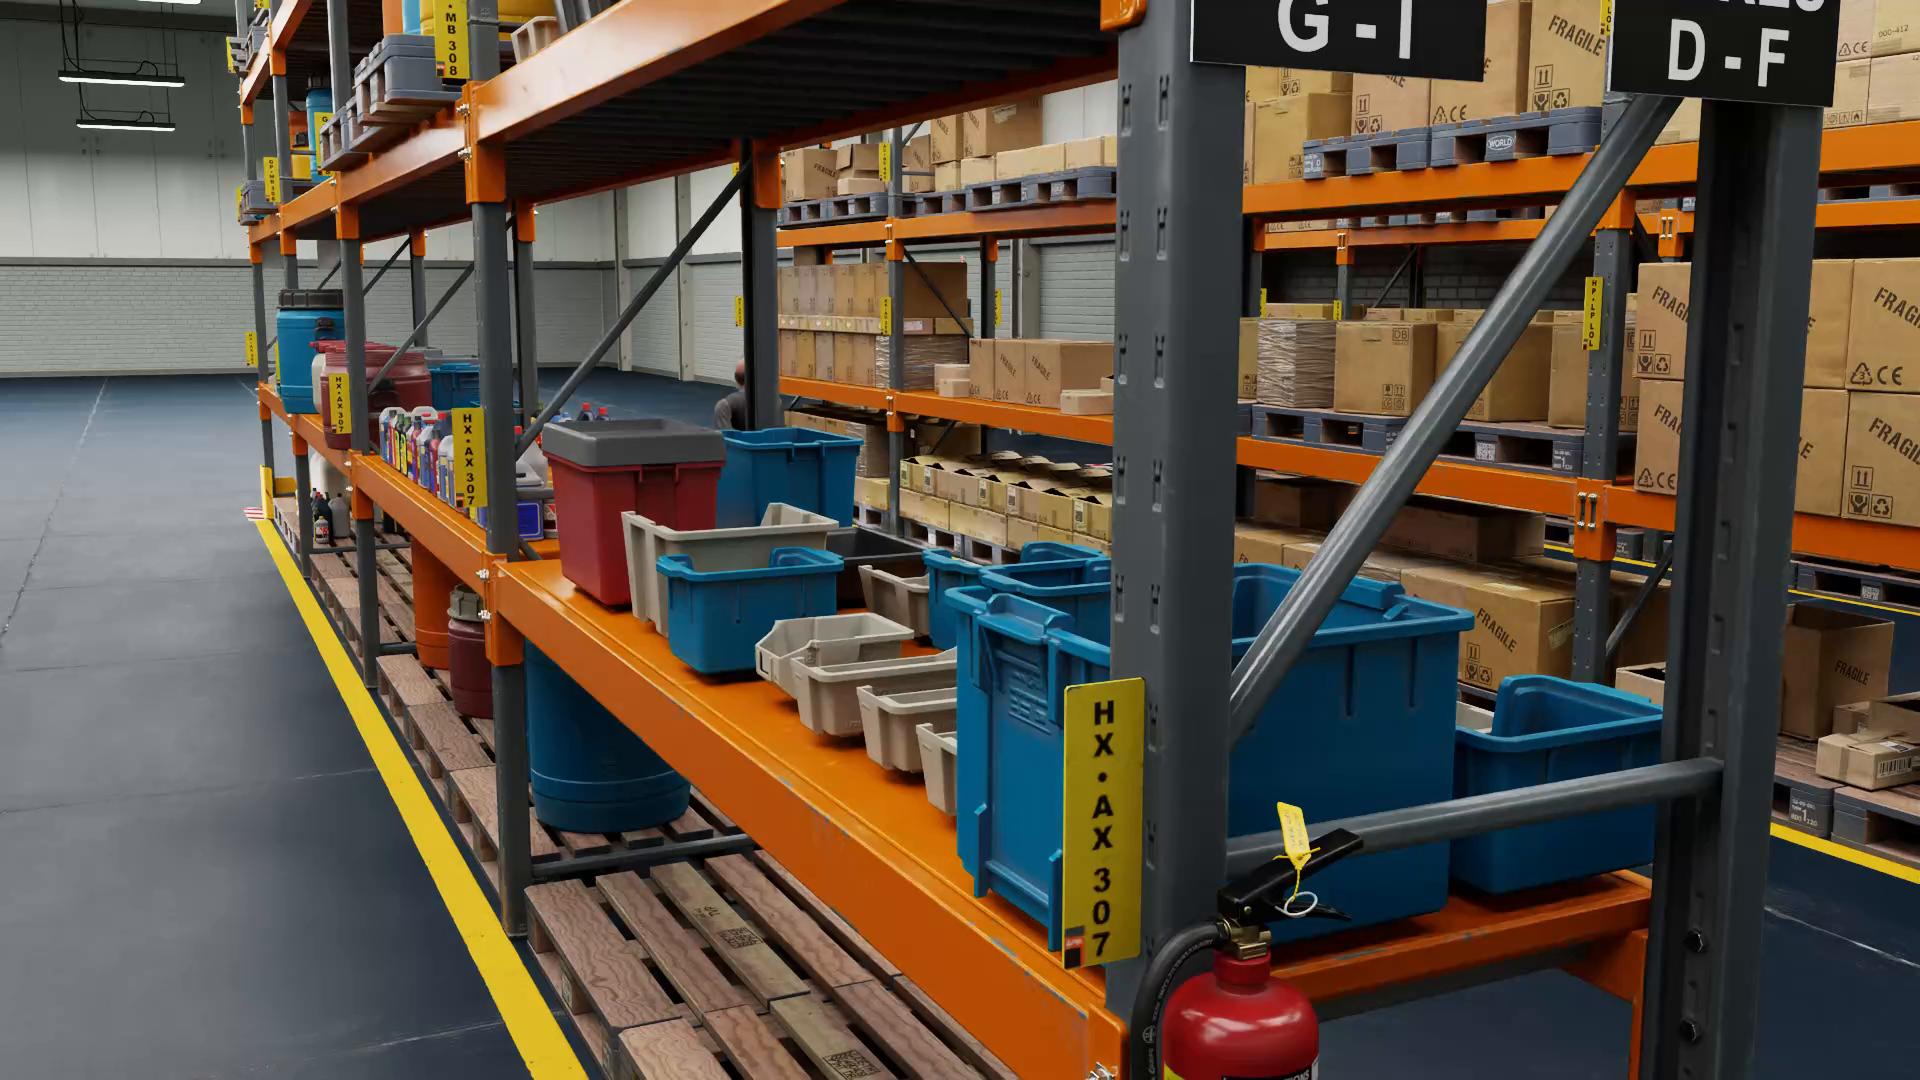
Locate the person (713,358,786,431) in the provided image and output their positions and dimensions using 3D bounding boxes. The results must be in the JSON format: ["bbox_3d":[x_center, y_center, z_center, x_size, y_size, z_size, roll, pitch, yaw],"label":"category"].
[{"bbox_3d":[-1.529,-0.471,12.008,0.579,1.695,0.904,-3,9,-17],"label":"person"}]
